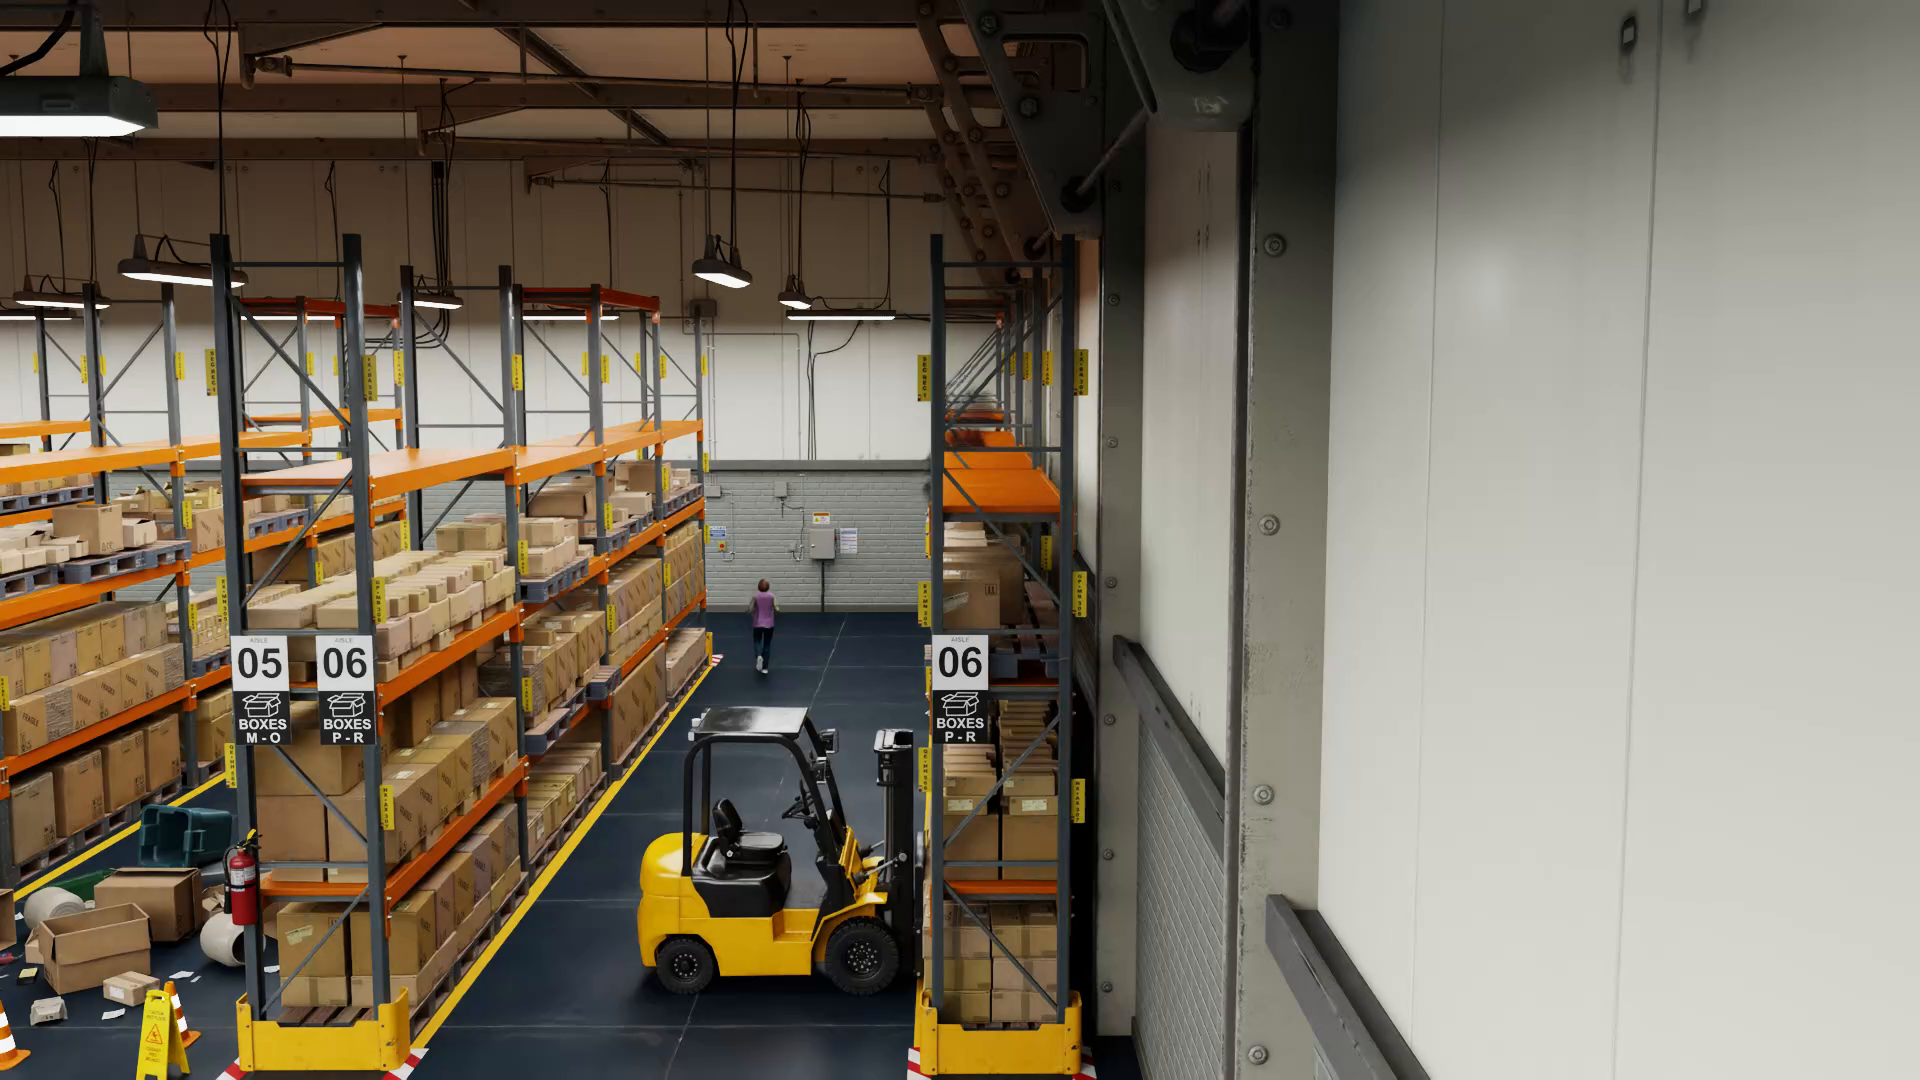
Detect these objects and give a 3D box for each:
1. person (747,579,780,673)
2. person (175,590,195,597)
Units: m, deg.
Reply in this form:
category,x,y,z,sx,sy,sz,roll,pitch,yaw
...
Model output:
category,x,y,z,sx,sy,sz,roll,pitch,yaw
person,-3.211,1.395,27.157,0.530,1.553,0.551,-1,6,-11
person,-11.358,1.593,24.468,0.639,1.744,0.645,0,6,0
